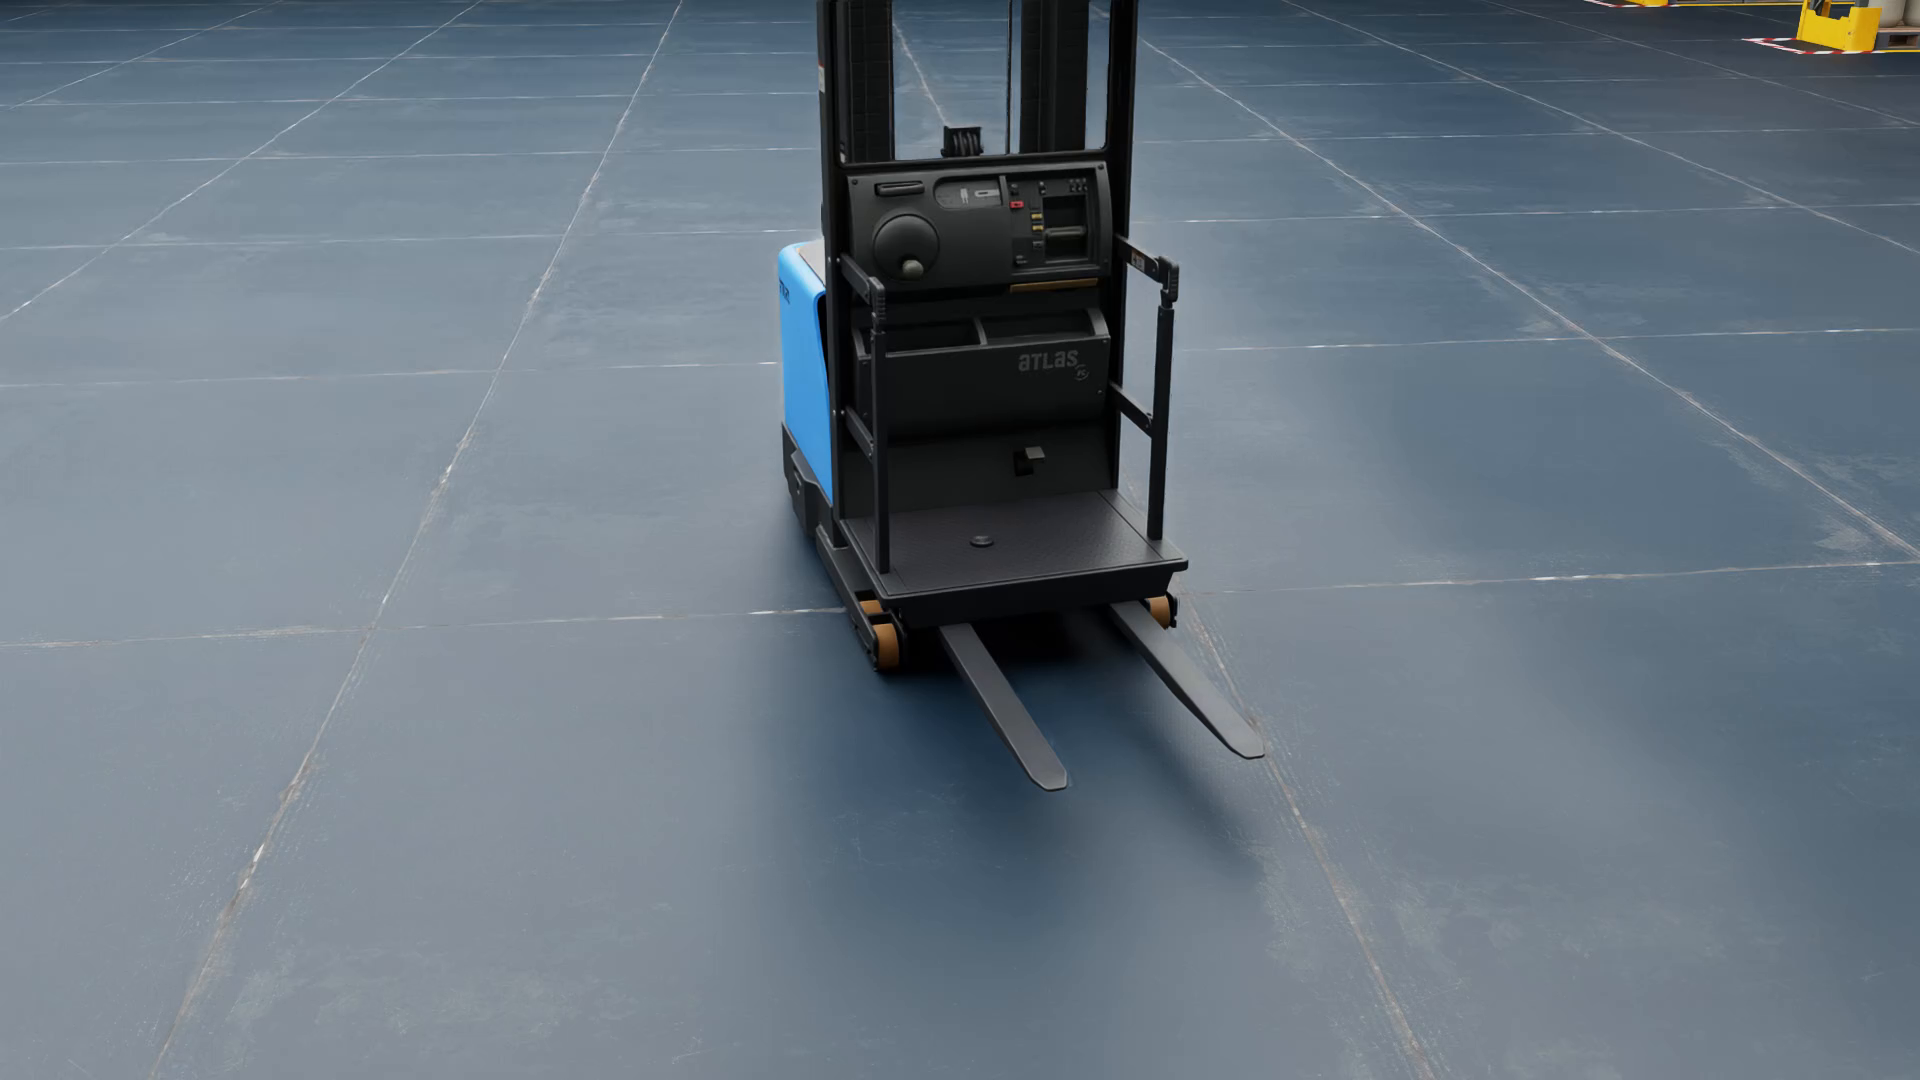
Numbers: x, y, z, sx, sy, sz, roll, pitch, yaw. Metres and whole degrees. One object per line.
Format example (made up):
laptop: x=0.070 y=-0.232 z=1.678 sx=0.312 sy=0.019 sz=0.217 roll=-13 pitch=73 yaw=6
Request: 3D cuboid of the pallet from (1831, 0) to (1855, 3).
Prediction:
pallet: x=13.383 y=-8.317 z=25.201 sx=1.213 sy=0.211 sz=1.003 roll=-2 pitch=24 yaw=-5

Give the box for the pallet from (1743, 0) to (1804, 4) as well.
pallet: x=12.166 y=-8.267 z=25.088 sx=1.213 sy=0.211 sz=1.003 roll=-2 pitch=24 yaw=-5

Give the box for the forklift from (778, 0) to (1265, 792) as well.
forklift: x=0.138 y=-1.066 z=5.540 sx=1.130 sy=2.935 sz=3.031 roll=-7 pitch=25 yaw=-15

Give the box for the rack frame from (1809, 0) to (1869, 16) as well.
rack frame: x=10.681 y=-7.444 z=19.804 sx=0.127 sy=3.000 sz=1.000 roll=-2 pitch=24 yaw=-5

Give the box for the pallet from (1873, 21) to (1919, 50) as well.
pallet: x=11.561 y=-6.222 z=20.488 sx=1.213 sy=0.211 sz=1.003 roll=-2 pitch=24 yaw=-5

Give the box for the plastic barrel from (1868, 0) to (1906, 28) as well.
plastic barrel: x=11.328 y=-6.556 z=20.352 sx=0.421 sy=0.512 sz=0.421 roll=0 pitch=24 yaw=0

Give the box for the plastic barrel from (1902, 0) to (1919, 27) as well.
plastic barrel: x=11.827 y=-6.576 z=20.397 sx=0.421 sy=0.512 sz=0.421 roll=0 pitch=24 yaw=0

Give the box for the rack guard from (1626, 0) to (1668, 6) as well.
rack guard: x=10.174 y=-8.303 z=24.814 sx=0.348 sy=0.500 sz=1.175 roll=-2 pitch=24 yaw=-5

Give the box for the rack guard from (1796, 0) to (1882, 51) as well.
rack guard: x=10.752 y=-6.323 z=20.361 sx=0.348 sy=0.500 sz=1.175 roll=-2 pitch=24 yaw=-5

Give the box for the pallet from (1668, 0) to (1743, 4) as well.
pallet: x=10.955 y=-8.219 z=24.982 sx=1.213 sy=0.211 sz=1.003 roll=-2 pitch=24 yaw=-5
